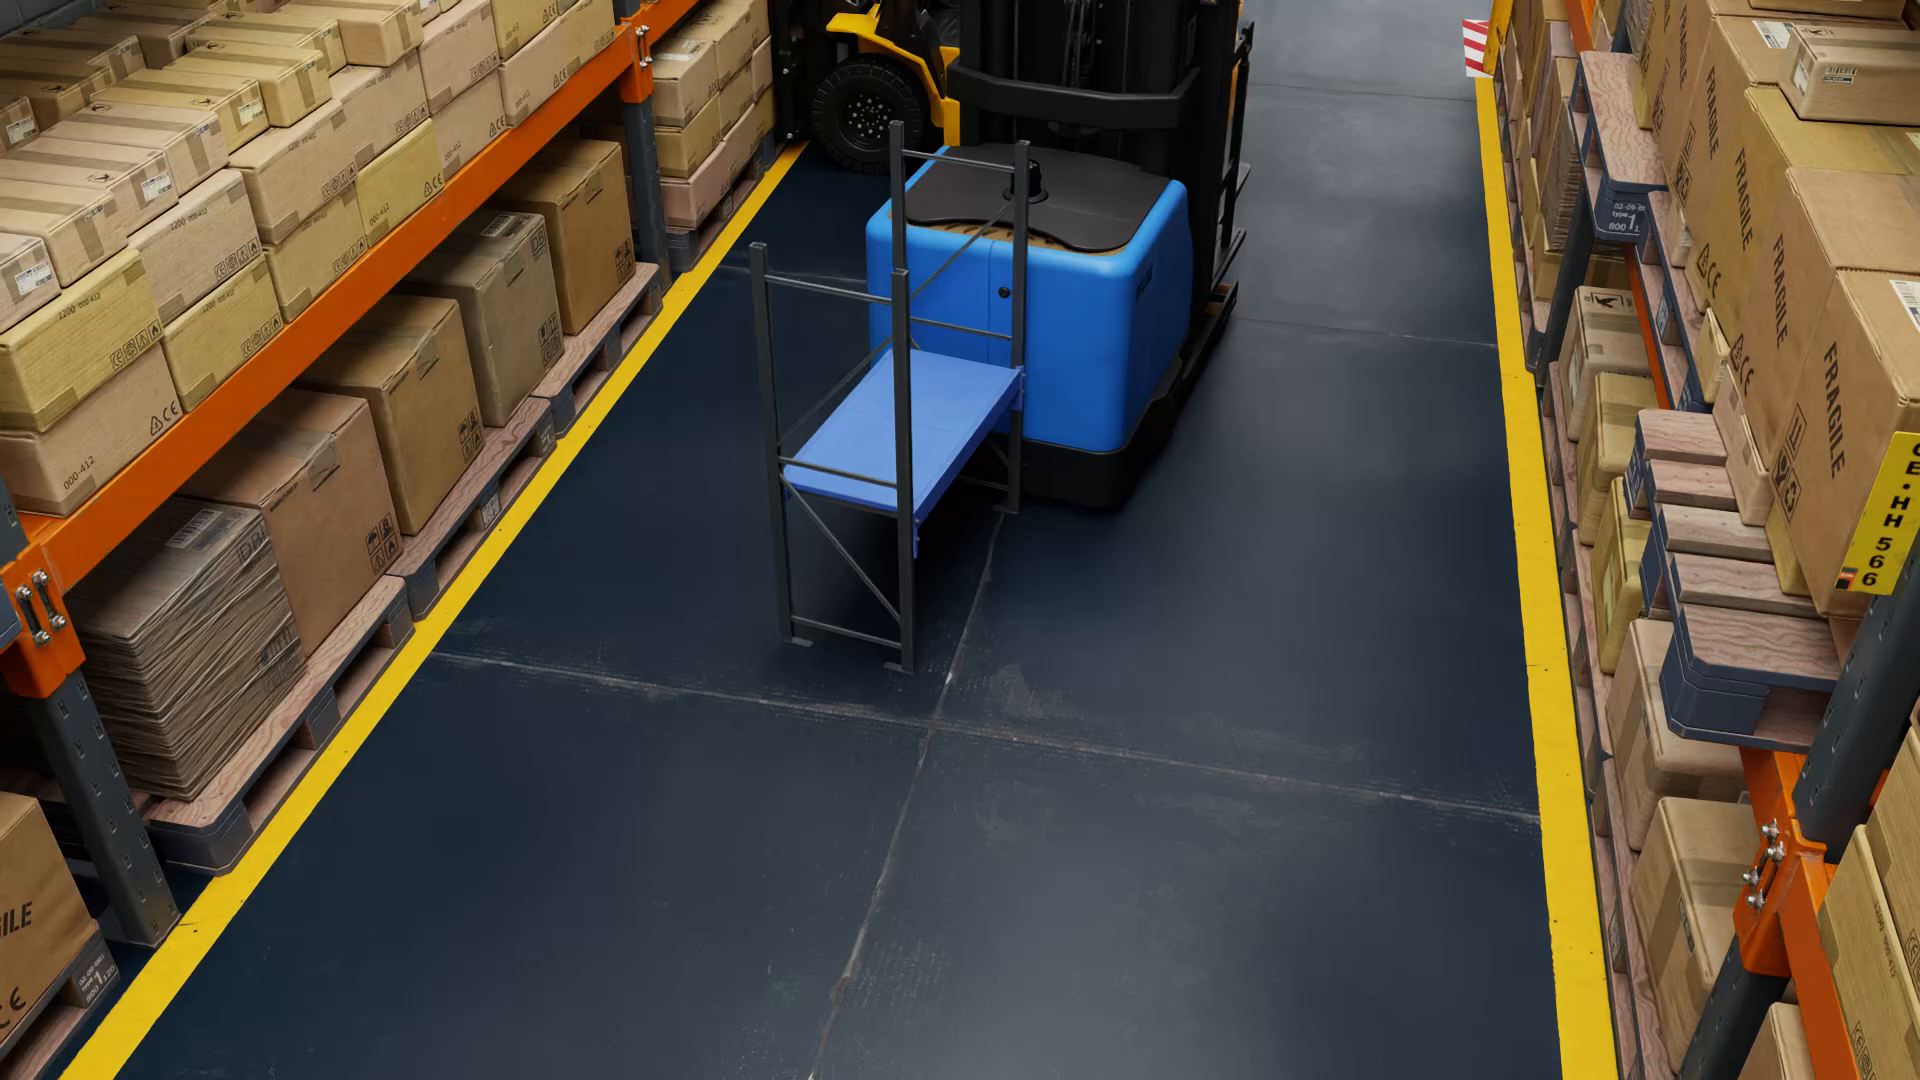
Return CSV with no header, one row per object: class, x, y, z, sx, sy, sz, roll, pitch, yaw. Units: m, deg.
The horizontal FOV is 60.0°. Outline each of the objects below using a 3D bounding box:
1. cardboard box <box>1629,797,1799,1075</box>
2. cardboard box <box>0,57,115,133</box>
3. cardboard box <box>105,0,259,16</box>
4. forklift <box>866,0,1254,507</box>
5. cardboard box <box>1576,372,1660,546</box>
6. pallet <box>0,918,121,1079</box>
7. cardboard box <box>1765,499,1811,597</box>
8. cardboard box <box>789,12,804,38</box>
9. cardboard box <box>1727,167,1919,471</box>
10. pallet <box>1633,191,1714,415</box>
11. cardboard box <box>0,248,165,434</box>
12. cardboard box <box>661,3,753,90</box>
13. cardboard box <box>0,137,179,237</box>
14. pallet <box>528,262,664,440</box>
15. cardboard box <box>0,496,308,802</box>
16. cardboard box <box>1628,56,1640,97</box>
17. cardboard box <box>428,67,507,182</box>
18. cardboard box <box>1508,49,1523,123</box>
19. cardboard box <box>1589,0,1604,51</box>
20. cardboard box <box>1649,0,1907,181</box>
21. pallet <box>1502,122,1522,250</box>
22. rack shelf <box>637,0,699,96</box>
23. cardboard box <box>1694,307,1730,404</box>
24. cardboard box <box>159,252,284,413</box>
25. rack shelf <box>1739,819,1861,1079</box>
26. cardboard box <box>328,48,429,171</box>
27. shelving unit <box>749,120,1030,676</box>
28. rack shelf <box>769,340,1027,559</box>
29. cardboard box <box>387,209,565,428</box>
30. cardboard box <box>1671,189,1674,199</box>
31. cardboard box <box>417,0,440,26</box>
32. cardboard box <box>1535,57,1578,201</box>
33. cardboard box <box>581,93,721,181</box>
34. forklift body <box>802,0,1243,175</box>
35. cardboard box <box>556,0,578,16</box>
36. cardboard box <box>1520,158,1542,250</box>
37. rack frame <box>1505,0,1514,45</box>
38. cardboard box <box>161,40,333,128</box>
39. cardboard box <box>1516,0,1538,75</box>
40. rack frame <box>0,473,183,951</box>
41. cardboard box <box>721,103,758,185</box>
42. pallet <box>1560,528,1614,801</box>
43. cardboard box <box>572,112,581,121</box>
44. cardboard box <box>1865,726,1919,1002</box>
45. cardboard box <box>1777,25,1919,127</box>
cardboard box,2.254,1.030,4.154,0.950,0.372,0.625,5,36,7
cardboard box,-2.677,-1.271,4.809,0.380,0.149,0.250,7,37,10
cardboard box,-2.528,-1.715,5.422,0.380,0.149,0.250,8,37,10
forklift,0.636,-2.174,6.752,1.130,2.935,3.031,13,38,17
cardboard box,2.718,-0.227,5.888,0.950,0.372,0.625,10,37,13
pallet,-2.923,1.391,4.151,1.003,0.211,1.213,7,37,10
cardboard box,1.950,0.010,3.536,0.380,0.149,0.250,8,37,11
cardboard box,-1.134,-2.817,9.140,0.500,0.250,0.500,7,37,10
cardboard box,2.049,-0.465,3.639,0.500,0.500,0.500,7,36,9
pallet,2.506,-0.603,4.690,1.003,0.211,1.213,7,37,10
cardboard box,-2.368,-0.524,4.118,0.500,0.250,0.500,7,37,10
cardboard box,-1.343,-2.446,8.202,0.500,0.250,0.500,7,37,10
cardboard box,-2.285,-0.914,4.317,0.380,0.149,0.250,8,37,11
pallet,-1.991,-0.898,7.309,1.003,0.211,1.213,7,37,10
cardboard box,-2.580,0.274,4.981,0.875,0.625,0.625,8,37,11
cardboard box,2.551,-1.625,5.793,0.380,0.149,0.250,8,37,11
cardboard box,-1.962,-1.502,5.894,0.500,0.250,0.500,8,37,10
cardboard box,3.274,-2.465,9.080,0.500,0.250,0.500,9,37,12
cardboard box,2.795,-2.099,6.804,0.380,0.149,0.250,8,37,11
cardboard box,2.372,-1.364,4.879,0.500,0.500,0.500,7,37,10
pallet,3.345,-1.796,8.549,1.003,0.211,1.213,7,37,10
rack shelf,-1.445,-3.310,8.874,1.077,0.370,4.000,7,37,10
cardboard box,2.067,-0.443,4.161,0.380,0.149,0.250,8,37,11
cardboard box,-2.281,-0.612,4.666,0.500,0.250,0.500,7,36,9
rack shelf,1.696,1.897,1.690,1.077,0.370,4.000,7,37,10
cardboard box,-2.071,-1.407,5.338,0.500,0.250,0.500,8,37,11
shelving unit,-0.194,-0.486,5.643,0.538,1.500,1.048,13,38,18
rack shelf,-0.194,-0.341,5.749,0.538,0.185,1.000,13,38,18
cardboard box,-2.146,-0.918,6.627,0.875,0.625,0.625,7,37,9
cardboard box,2.353,-1.028,4.968,0.380,0.149,0.250,8,37,10
cardboard box,-1.972,-1.798,5.536,0.380,0.149,0.250,8,37,10
cardboard box,2.949,-1.859,7.606,0.500,0.500,0.500,8,37,11
cardboard box,-1.467,-1.952,7.947,0.500,0.250,0.500,7,37,10
forklift body,0.360,-3.088,8.678,2.313,2.155,1.214,7,37,10
cardboard box,-1.727,-2.283,6.545,0.500,0.250,0.500,7,36,9
cardboard box,2.946,-1.570,7.846,0.500,0.250,0.500,6,36,9
rack frame,3.832,-4.128,9.389,1.000,3.000,0.127,7,37,10
cardboard box,-2.105,-1.351,4.921,0.380,0.149,0.250,8,37,11
cardboard box,3.278,-2.746,8.829,0.500,0.500,0.500,6,36,8
rack frame,-2.726,-0.161,3.916,1.000,3.000,0.127,7,37,10
cardboard box,-1.352,-2.040,8.494,0.500,0.250,0.500,7,36,9
pallet,2.555,0.443,5.459,1.003,0.211,1.213,7,37,10
cardboard box,-1.956,-2.222,7.893,0.500,0.250,0.500,8,37,11
cardboard box,1.774,0.577,2.600,0.500,0.250,0.500,7,37,10
cardboard box,2.197,-1.108,3.974,0.380,0.149,0.250,6,36,8
